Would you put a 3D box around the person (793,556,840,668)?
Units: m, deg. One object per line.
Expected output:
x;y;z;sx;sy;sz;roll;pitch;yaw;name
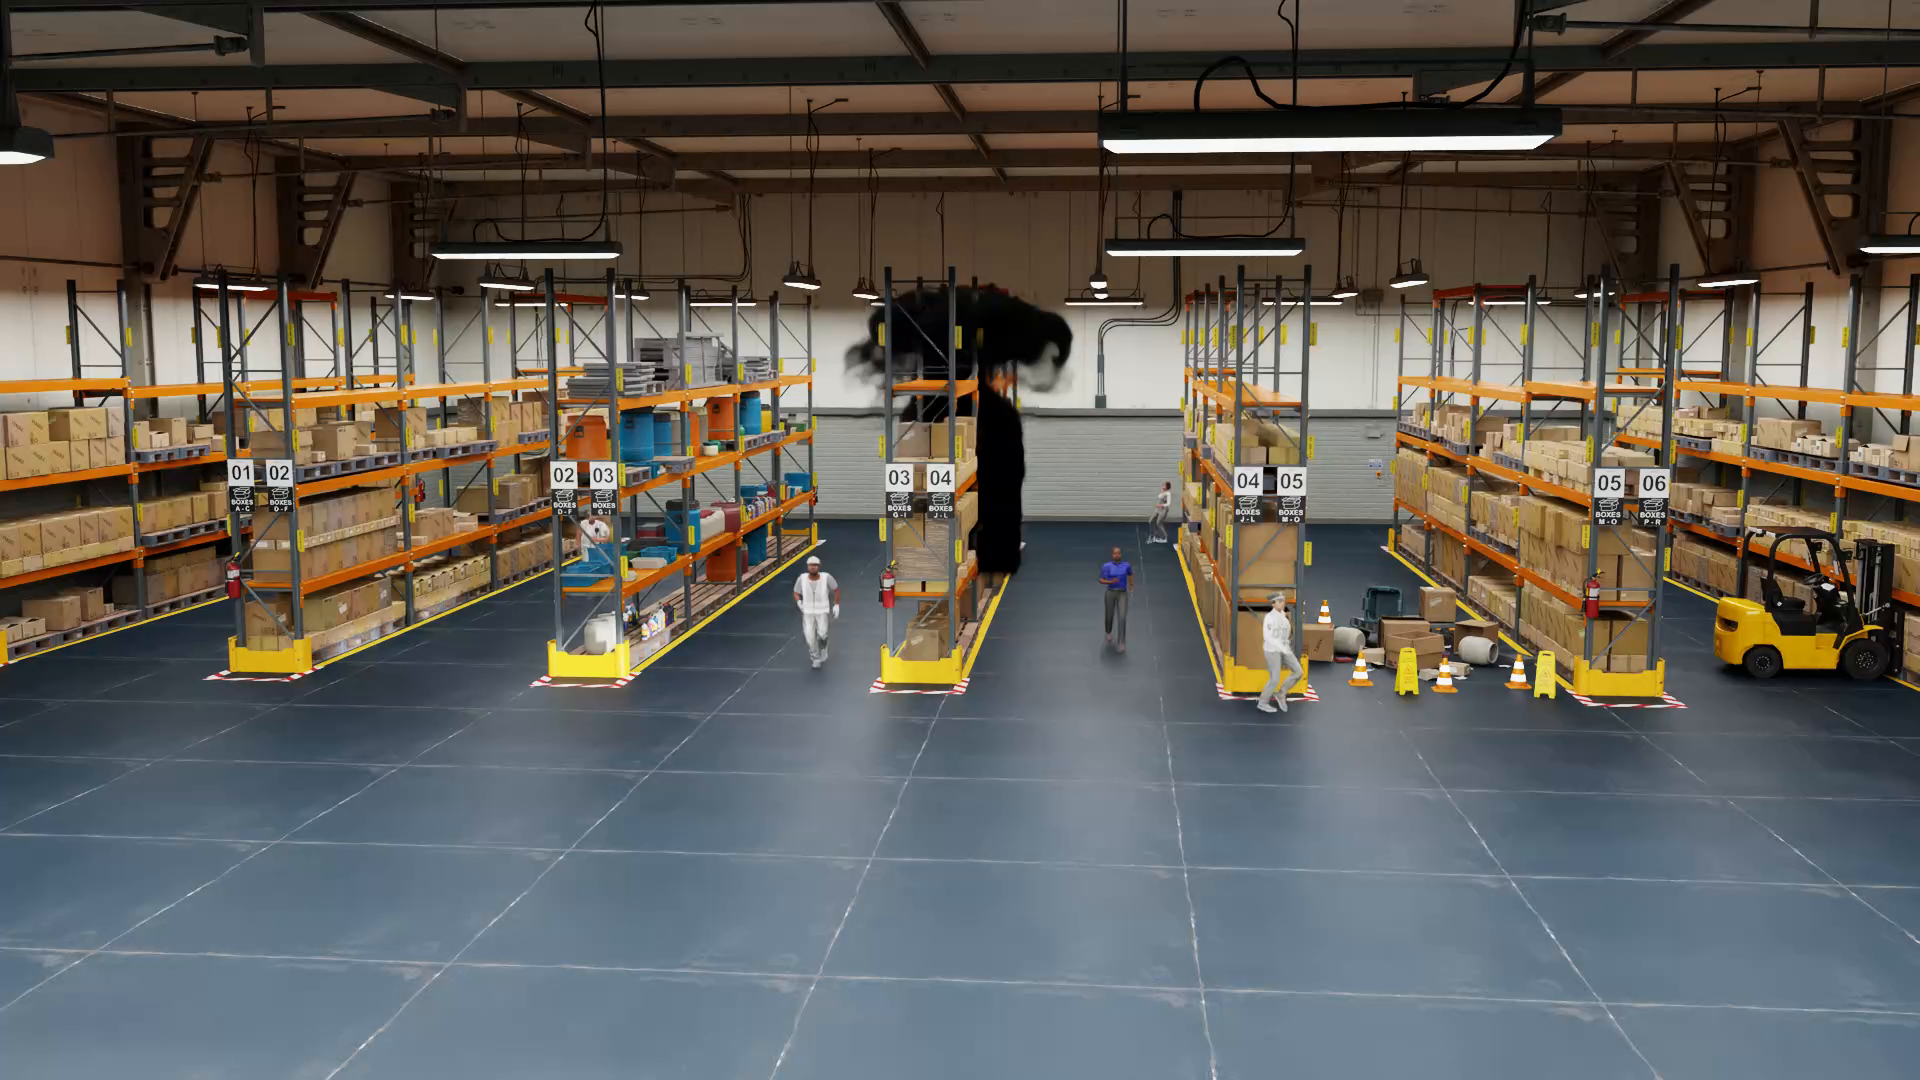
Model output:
-2.186;1.100;25.132;0.693;1.718;0.607;0;7;4;person

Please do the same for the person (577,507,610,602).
-7.044;0.264;31.954;0.686;1.829;0.876;0;7;1;person

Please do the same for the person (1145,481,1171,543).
4.872;-0.664;40.444;0.508;1.563;0.653;-2;7;-19;person

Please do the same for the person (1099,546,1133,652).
2.521;0.924;26.756;0.575;1.632;0.938;0;7;0;person

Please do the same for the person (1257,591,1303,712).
4.258;1.488;22.173;0.594;1.654;0.633;5;9;38;person
